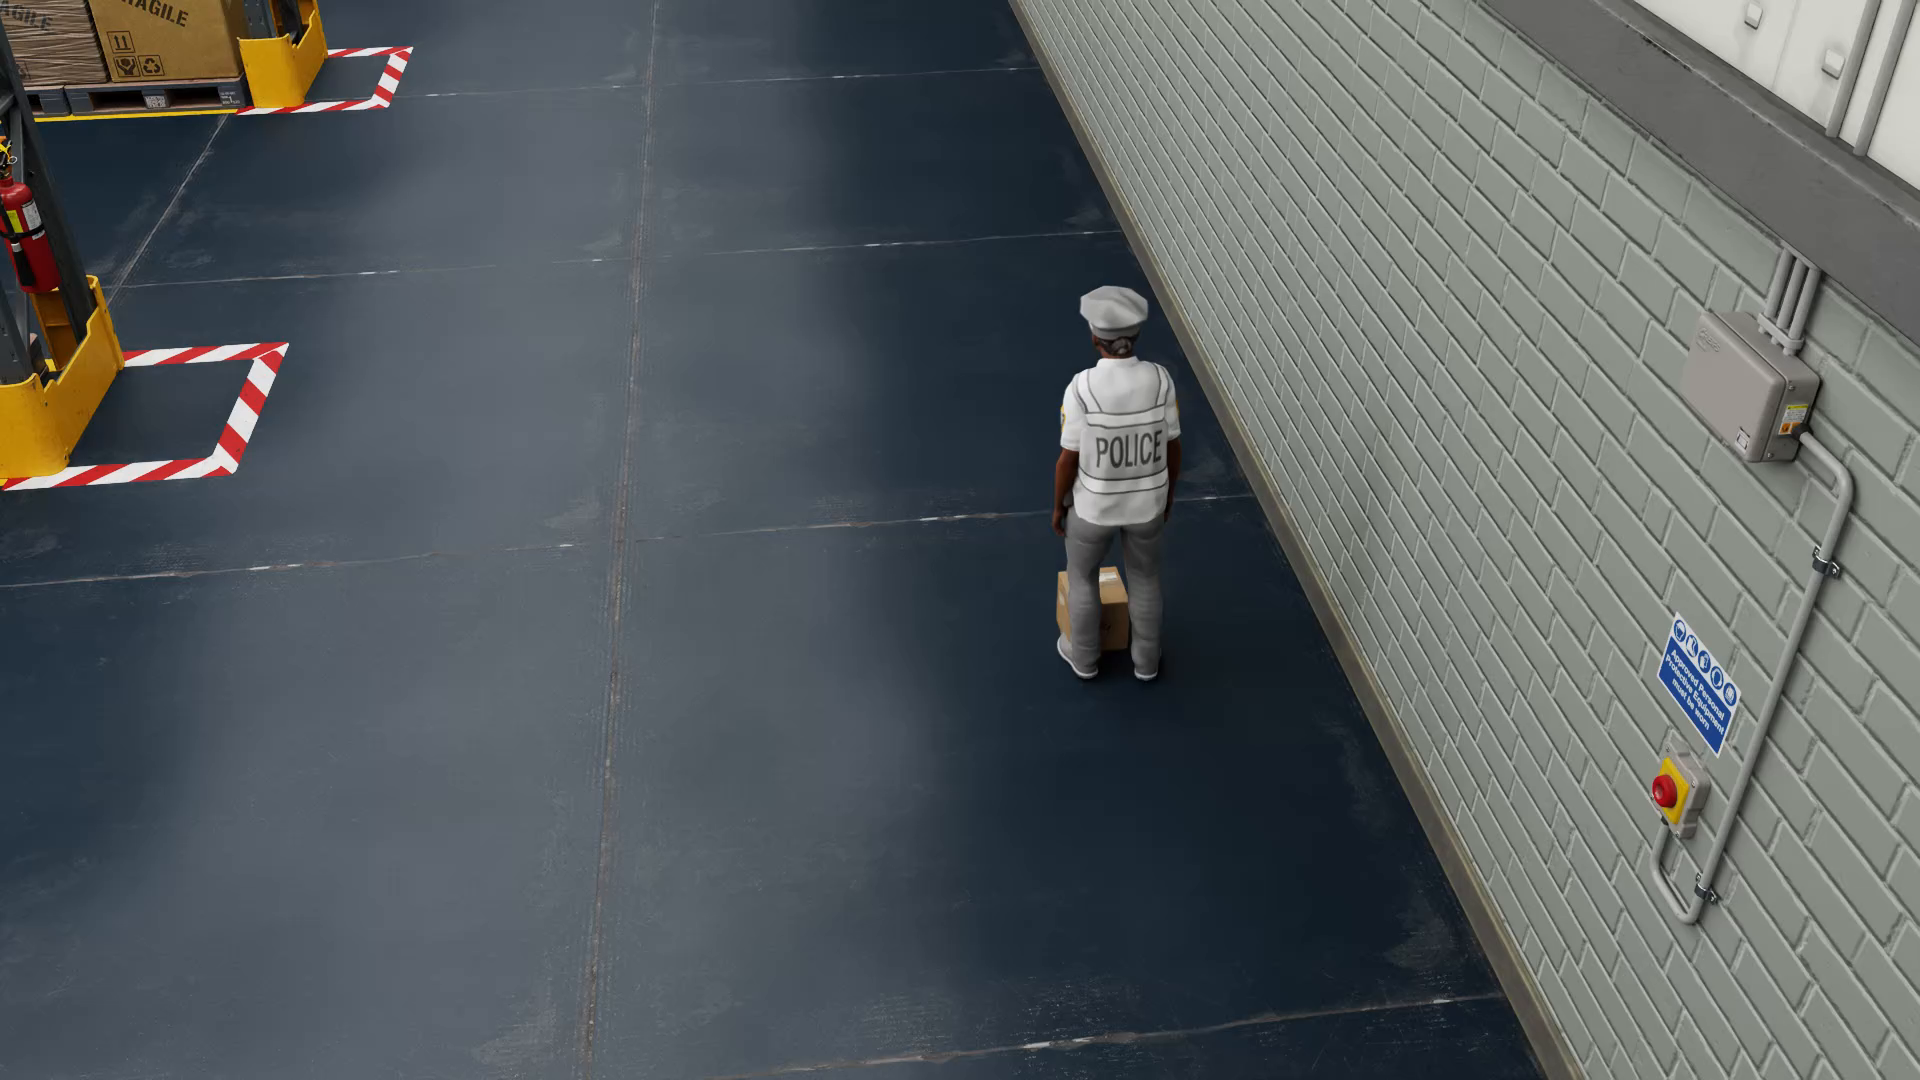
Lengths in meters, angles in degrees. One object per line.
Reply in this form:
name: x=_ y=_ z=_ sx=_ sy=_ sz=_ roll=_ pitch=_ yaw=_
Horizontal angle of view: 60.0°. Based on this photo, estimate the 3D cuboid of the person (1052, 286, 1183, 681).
person: x=0.596 y=-0.156 z=6.371 sx=0.513 sy=1.656 sz=0.426 roll=-6 pitch=35 yaw=-8
